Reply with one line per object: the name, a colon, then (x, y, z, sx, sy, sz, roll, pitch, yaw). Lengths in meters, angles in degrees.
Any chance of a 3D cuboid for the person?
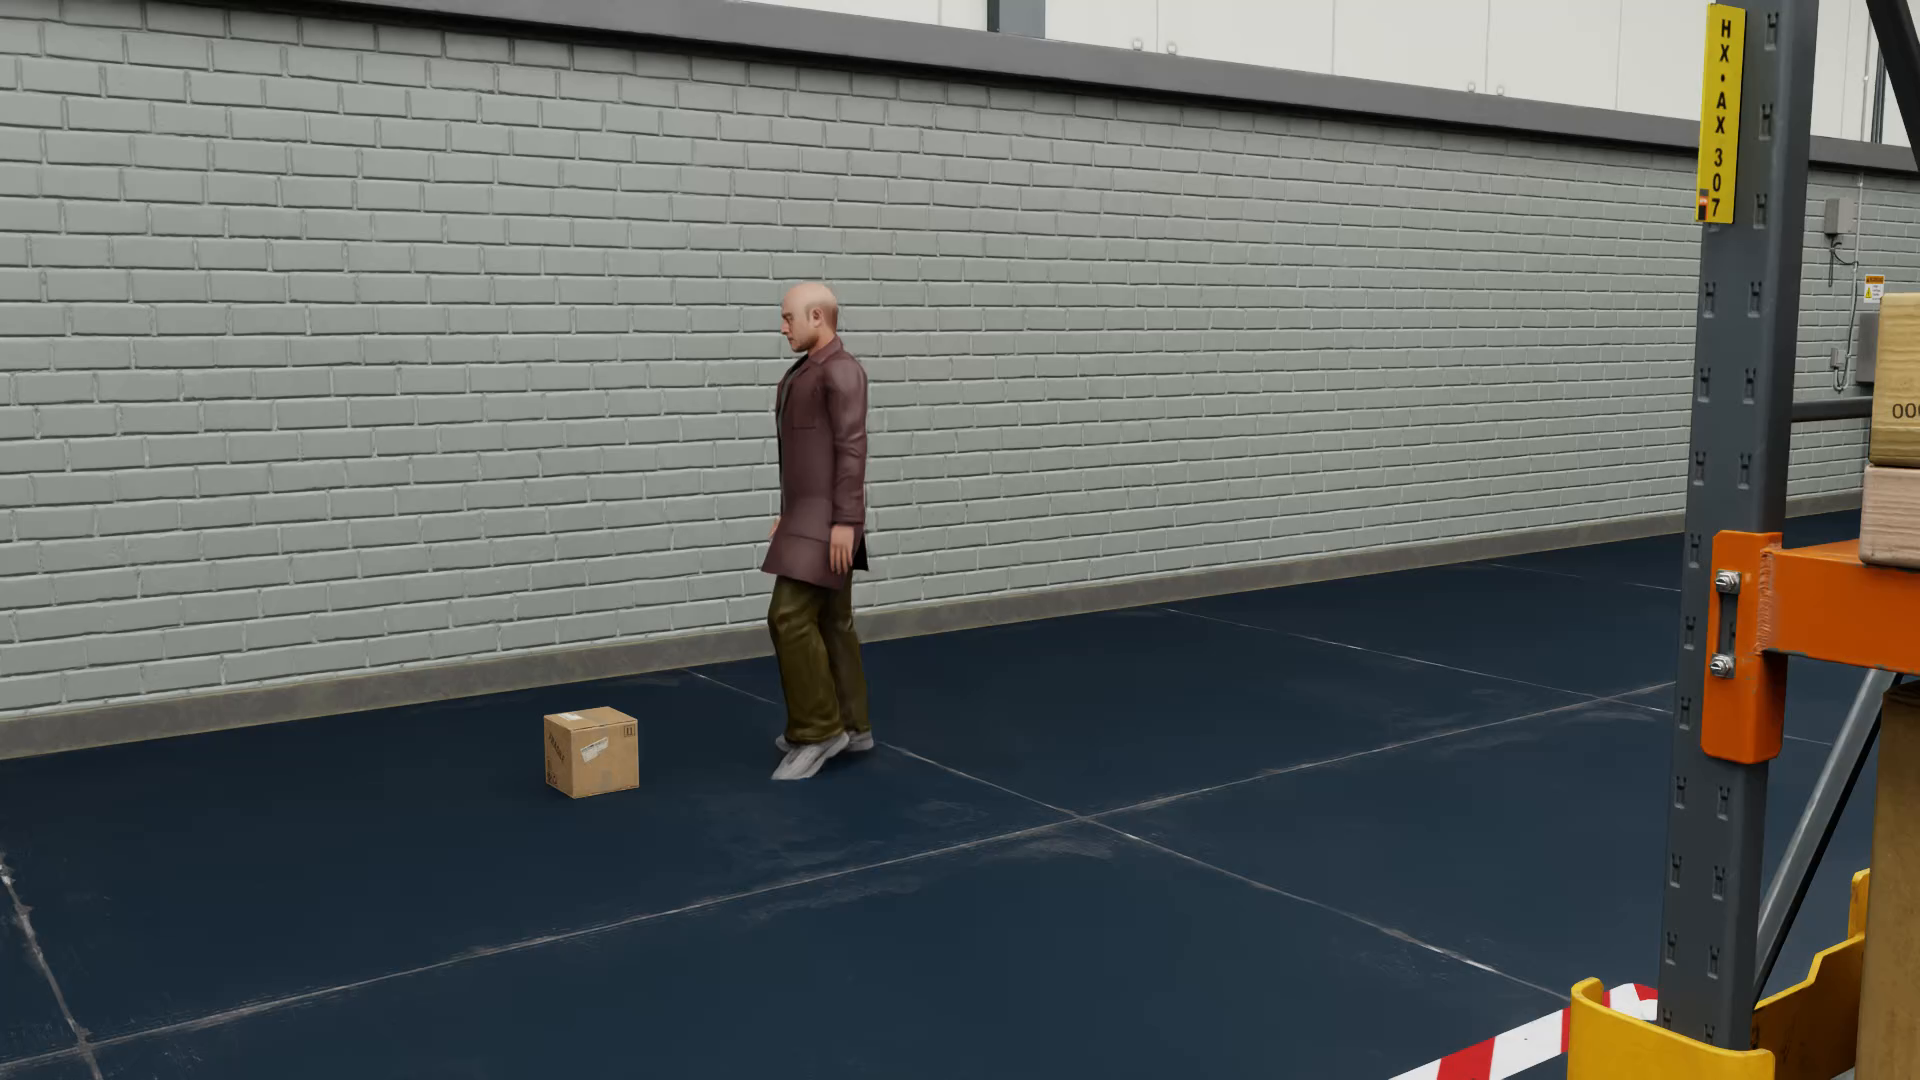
person: (-0.543, -0.035, 6.212, 0.437, 1.839, 0.603, -2, 8, -13)
